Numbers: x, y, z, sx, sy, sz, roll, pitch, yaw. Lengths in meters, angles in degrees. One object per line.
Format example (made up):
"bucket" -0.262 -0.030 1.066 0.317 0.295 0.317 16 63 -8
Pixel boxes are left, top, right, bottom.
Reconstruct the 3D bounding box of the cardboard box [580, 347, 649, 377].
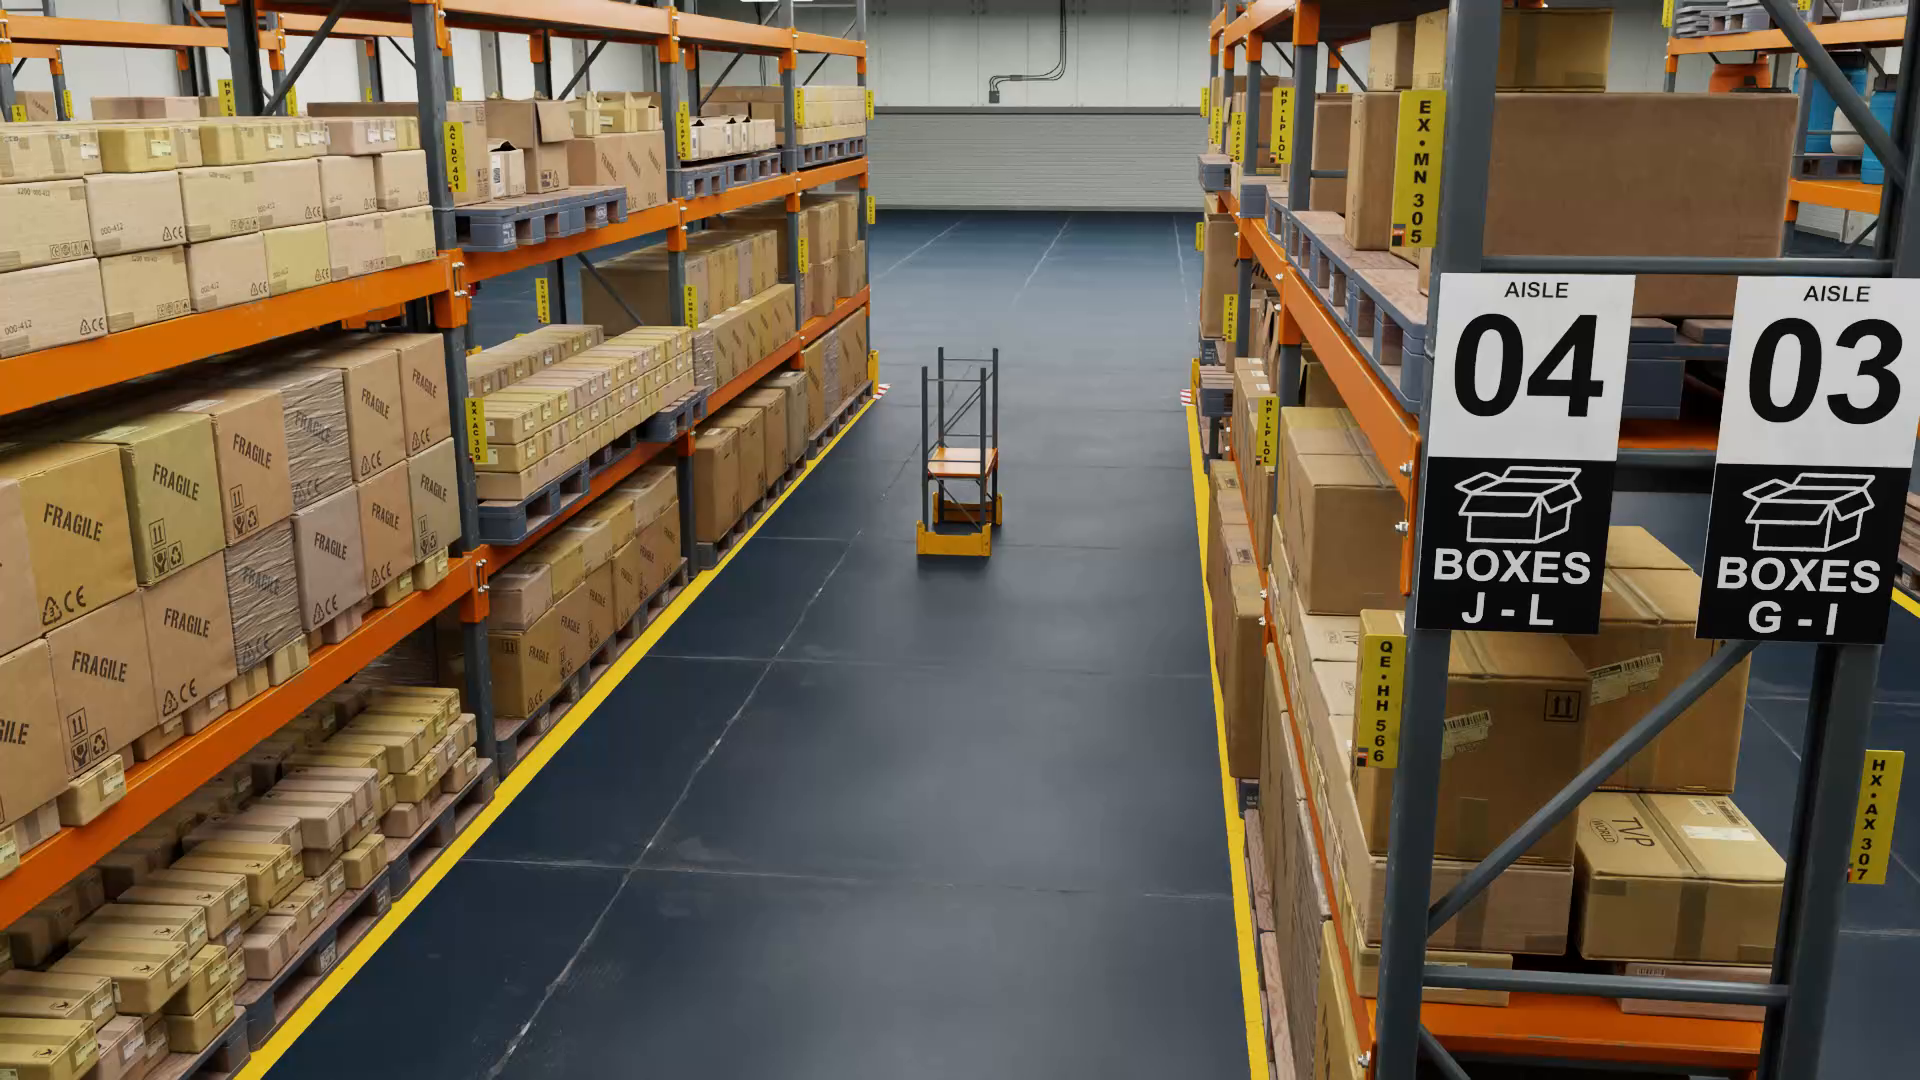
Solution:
"cardboard box" -2.216 -1.142 10.675 0.380 0.149 0.250 2 15 6

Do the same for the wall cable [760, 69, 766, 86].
"wall cable" -7.399 -13.267 51.436 3.097 2.526 0.112 2 15 6

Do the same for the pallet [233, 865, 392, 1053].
"pallet" -3.124 1.697 6.980 1.003 0.211 1.213 2 15 6

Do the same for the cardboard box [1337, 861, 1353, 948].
"cardboard box" 1.258 1.020 4.623 0.380 0.149 0.250 2 15 7

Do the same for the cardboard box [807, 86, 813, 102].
"cardboard box" -1.639 -4.329 16.137 0.380 0.149 0.250 2 15 6

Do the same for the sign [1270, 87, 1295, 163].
"sign" 1.428 -1.832 7.350 0.100 0.325 0.005 2 15 6

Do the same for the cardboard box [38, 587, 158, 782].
"cardboard box" -3.039 0.457 5.466 0.500 0.500 0.500 2 15 6

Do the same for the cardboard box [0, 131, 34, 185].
"cardboard box" -2.987 -1.124 4.892 0.380 0.149 0.250 2 15 6

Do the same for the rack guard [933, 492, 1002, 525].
"rack guard" 0.065 -0.270 14.180 0.587 0.250 0.087 2 15 6

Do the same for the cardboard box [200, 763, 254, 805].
"cardboard box" -3.379 1.097 7.376 0.380 0.149 0.250 2 15 7

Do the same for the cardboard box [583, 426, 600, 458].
"cardboard box" -2.332 -0.579 9.734 0.380 0.149 0.250 1 15 4

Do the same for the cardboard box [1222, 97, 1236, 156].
"cardboard box" 2.720 -3.625 14.574 0.797 0.503 0.637 1 15 3

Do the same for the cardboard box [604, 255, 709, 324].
"cardboard box" -2.381 -1.957 13.045 0.700 0.500 0.500 1 15 5

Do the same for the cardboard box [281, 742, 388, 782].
"cardboard box" -2.847 1.042 7.578 0.380 0.149 0.250 2 15 8

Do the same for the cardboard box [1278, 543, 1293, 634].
"cardboard box" 1.594 0.203 6.882 0.500 0.250 0.500 2 15 6

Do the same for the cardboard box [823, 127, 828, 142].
"cardboard box" -1.554 -4.142 16.973 0.380 0.149 0.250 1 15 5

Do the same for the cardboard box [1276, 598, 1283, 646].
"cardboard box" 1.546 0.356 7.081 0.380 0.149 0.250 2 15 8

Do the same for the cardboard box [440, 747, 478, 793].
"cardboard box" -2.654 1.144 8.342 0.380 0.149 0.250 2 15 7

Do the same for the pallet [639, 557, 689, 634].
"pallet" -2.587 0.370 11.889 1.003 0.211 1.213 2 15 6

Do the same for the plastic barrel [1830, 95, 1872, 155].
"plastic barrel" 8.036 -3.708 14.865 0.421 0.512 0.421 0 15 0

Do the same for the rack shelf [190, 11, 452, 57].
"rack shelf" -6.750 -5.401 17.783 1.077 0.370 4.000 2 15 6

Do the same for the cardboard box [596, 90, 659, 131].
"cardboard box" -2.284 -2.932 11.353 0.396 0.266 0.258 2 15 6

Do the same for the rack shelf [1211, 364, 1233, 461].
"rack shelf" 2.646 -1.178 13.649 1.077 0.370 4.000 2 15 6

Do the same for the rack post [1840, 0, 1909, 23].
"rack post" 7.656 -4.377 12.227 1.013 1.000 3.121 2 15 6

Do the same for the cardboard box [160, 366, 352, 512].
"cardboard box" -2.858 -0.419 6.789 0.500 0.500 0.500 2 15 8

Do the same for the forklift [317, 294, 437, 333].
"forklift" -5.109 -1.725 14.427 1.130 2.935 3.031 -6 16 -22

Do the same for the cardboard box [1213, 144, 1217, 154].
"cardboard box" 2.785 -3.813 16.557 0.500 0.250 0.500 2 15 6

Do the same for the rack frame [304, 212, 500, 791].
"rack frame" -2.948 -0.141 8.437 1.000 3.000 0.127 2 15 6

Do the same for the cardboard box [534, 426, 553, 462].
"cardboard box" -2.420 -0.522 8.953 0.380 0.149 0.250 1 15 5

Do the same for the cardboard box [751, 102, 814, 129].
"cardboard box" -1.712 -4.105 16.071 0.500 0.250 0.500 2 15 7

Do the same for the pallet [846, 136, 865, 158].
"pallet" -1.668 -4.466 18.855 1.003 0.211 1.213 2 15 6

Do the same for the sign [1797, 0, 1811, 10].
"sign" 7.247 -4.712 14.249 0.100 0.325 0.005 2 15 6

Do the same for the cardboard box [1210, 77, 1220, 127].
"cardboard box" 2.887 -4.585 17.407 0.500 0.500 0.500 2 15 6

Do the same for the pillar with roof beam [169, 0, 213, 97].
"pillar with roof beam" -7.476 -7.690 24.860 9.100 9.000 0.400 2 15 6

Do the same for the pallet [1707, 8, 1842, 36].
"pallet" 7.993 -5.042 16.195 1.003 0.211 1.213 2 15 6

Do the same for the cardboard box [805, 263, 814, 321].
"cardboard box" -1.976 -2.528 16.976 0.875 0.550 0.550 2 15 6

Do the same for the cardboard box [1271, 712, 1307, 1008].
"cardboard box" 1.713 1.256 6.535 0.875 0.875 0.875 2 15 6

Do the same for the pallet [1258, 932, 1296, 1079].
"pallet" 1.670 1.890 6.270 1.003 0.211 1.213 2 15 6

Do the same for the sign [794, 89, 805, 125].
"sign" -1.505 -4.052 15.561 0.100 0.325 0.005 2 15 6

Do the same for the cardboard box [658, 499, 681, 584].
"cardboard box" -2.311 0.004 11.886 0.500 0.500 0.500 2 15 6

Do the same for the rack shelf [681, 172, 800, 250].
"rack shelf" -2.271 -2.798 13.895 1.077 0.370 4.000 2 15 6

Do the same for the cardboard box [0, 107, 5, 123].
"cardboard box" -7.319 -2.897 11.879 0.797 0.503 0.637 1 15 3

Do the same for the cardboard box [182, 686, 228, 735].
"cardboard box" -2.962 0.604 6.164 0.380 0.149 0.250 1 15 5

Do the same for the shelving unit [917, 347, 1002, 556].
"shelving unit" 0.009 -0.744 13.539 0.587 1.500 1.083 2 15 6

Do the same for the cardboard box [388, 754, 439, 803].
"cardboard box" -2.699 1.120 7.859 0.380 0.149 0.250 1 15 4

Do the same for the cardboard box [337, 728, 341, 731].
"cardboard box" -3.307 0.973 8.403 0.380 0.149 0.250 2 15 9

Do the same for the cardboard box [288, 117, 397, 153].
"cardboard box" -2.732 -1.792 7.363 0.380 0.149 0.250 2 15 8

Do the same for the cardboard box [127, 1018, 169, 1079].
"cardboard box" -3.053 1.808 5.885 0.380 0.149 0.250 2 15 7

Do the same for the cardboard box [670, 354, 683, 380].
"cardboard box" -2.129 -1.193 11.434 0.380 0.149 0.250 2 15 8

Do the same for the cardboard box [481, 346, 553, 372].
"cardboard box" -2.860 -1.161 10.746 0.380 0.149 0.250 2 15 9

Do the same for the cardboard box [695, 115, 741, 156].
"cardboard box" -2.082 -3.279 13.470 0.500 0.311 0.500 1 15 5

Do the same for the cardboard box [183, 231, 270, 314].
"cardboard box" -2.917 -0.992 6.126 0.500 0.250 0.500 2 15 6

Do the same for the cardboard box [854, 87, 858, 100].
"cardboard box" -1.354 -4.988 18.572 0.380 0.149 0.250 2 15 7

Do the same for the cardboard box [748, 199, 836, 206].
"cardboard box" -1.843 -3.465 18.375 0.875 0.550 0.550 2 15 6

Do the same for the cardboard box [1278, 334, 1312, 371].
"cardboard box" 2.121 -0.845 8.927 0.797 0.503 0.637 2 15 7

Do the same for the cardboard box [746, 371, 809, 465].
"cardboard box" -2.026 -1.169 15.744 1.050 0.750 0.750 2 15 6

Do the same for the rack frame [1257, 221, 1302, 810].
"rack frame" 1.969 0.031 7.800 1.000 3.000 0.127 2 15 6
